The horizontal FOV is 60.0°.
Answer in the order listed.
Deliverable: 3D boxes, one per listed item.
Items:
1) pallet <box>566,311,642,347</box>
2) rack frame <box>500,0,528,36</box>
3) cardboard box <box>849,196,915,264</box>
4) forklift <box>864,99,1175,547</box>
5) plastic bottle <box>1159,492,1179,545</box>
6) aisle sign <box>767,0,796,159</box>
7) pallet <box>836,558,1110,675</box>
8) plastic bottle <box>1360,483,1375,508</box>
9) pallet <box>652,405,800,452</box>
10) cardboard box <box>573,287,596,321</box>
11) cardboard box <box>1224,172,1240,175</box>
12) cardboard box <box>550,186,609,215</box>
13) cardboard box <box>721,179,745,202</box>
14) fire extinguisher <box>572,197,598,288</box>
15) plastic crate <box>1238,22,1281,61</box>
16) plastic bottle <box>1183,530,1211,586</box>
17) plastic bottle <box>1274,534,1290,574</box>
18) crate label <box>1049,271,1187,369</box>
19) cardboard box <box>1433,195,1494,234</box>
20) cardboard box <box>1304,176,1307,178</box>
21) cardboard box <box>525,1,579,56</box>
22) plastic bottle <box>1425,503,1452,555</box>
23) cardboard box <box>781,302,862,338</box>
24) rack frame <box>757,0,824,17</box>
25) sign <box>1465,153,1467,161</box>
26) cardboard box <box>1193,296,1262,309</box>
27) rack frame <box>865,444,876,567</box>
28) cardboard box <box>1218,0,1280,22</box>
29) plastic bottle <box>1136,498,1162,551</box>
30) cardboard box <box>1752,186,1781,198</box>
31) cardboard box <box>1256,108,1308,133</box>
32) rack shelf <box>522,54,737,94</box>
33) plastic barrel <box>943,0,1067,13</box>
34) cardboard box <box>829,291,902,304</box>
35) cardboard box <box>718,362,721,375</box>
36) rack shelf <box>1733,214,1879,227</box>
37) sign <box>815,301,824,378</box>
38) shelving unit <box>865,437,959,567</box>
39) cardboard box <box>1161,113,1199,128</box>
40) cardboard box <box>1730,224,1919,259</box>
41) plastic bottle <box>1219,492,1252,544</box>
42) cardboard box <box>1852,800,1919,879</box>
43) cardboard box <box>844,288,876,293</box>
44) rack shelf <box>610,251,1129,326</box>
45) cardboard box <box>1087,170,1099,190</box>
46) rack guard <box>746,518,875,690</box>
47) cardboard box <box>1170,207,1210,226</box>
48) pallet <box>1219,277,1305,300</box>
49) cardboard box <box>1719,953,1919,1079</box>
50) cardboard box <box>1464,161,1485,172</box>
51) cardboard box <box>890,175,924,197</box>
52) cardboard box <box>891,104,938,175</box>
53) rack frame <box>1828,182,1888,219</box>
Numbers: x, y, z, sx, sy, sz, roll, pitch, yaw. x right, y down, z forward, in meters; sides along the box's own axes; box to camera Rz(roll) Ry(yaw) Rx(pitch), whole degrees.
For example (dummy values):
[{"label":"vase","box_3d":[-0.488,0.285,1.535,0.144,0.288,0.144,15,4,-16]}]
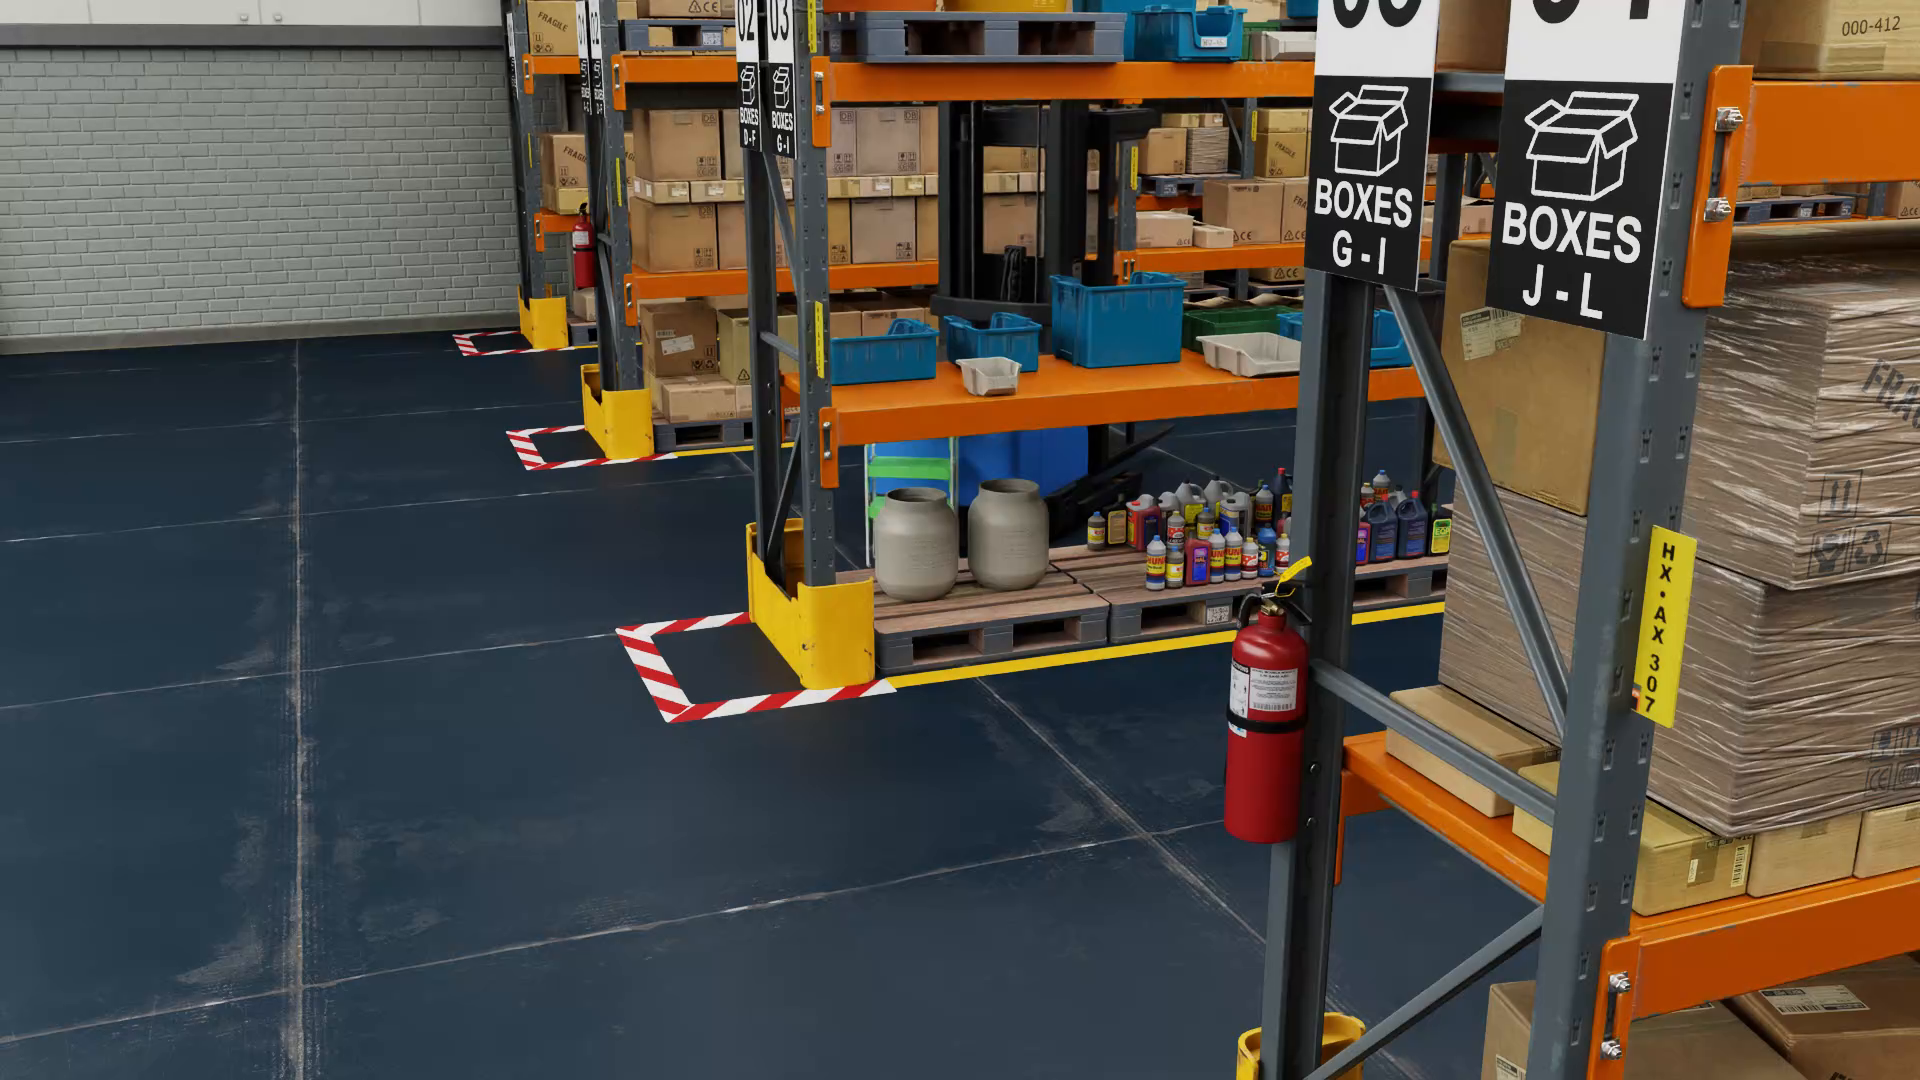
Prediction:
[{"label":"pallet","box_3d":[-3.509,-2.236,17.339,1.213,0.211,1.003,-6,17,-20]},{"label":"rack frame","box_3d":[-4.351,-6.372,15.827,0.127,3.000,1.000,-6,17,-20]},{"label":"cardboard box","box_3d":[-0.690,-2.440,12.904,0.500,0.500,0.700,-6,17,-18]},{"label":"forklift","box_3d":[0.564,-1.703,10.695,1.130,2.935,3.031,9,18,27]},{"label":"plastic bottle","box_3d":[1.126,-0.124,9.251,0.135,0.276,0.152,-7,18,-22]},{"label":"aisle sign","box_3d":[-0.769,-2.050,7.143,0.004,0.787,0.394,-6,17,-20]},{"label":"pallet","box_3d":[0.008,0.350,8.532,1.213,0.211,1.003,-6,17,-20]},{"label":"plastic bottle","box_3d":[2.379,-0.232,9.751,0.097,0.201,0.097,0,16,0]},{"label":"pallet","box_3d":[-1.876,-0.941,12.929,1.213,0.211,1.003,-6,17,-20]},{"label":"cardboard box","box_3d":[-3.673,-2.461,17.146,0.500,0.311,0.500,-8,18,-26]},{"label":"cardboard box","box_3d":[3.331,-4.290,19.793,0.250,0.149,0.380,-6,17,-19]},{"label":"cardboard box","box_3d":[-3.782,-3.397,16.574,0.500,0.250,0.500,-7,18,-22]},{"label":"cardboard box","box_3d":[-1.653,-2.585,12.249,0.250,0.149,0.380,-6,17,-20]},{"label":"fire extinguisher","box_3d":[-2.852,-2.264,12.622,0.183,0.674,0.296,-6,17,-20]},{"label":"plastic crate","box_3d":[1.358,-2.541,8.479,0.450,0.188,0.336,-6,17,-20]},{"label":"plastic bottle","box_3d":[1.216,0.086,8.522,0.133,0.283,0.061,-6,17,-19]},{"label":"plastic bottle","box_3d":[1.696,0.068,8.729,0.097,0.201,0.097,0,16,0]},{"label":"crate label","box_3d":[0.815,-1.161,8.666,0.616,0.435,0.502,-6,17,-20]},{"label":"cardboard box","box_3d":[4.540,-2.930,14.909,0.500,0.311,0.500,-5,17,-17]},{"label":"cardboard box","box_3d":[4.026,-4.190,19.452,0.250,0.149,0.380,-6,17,-18]},{"label":"cardboard box","box_3d":[-3.950,-4.959,16.124,0.500,0.500,0.500,-6,17,-19]},{"label":"plastic bottle","box_3d":[2.597,-0.063,9.030,0.133,0.283,0.061,-5,17,-17]},{"label":"cardboard box","box_3d":[-1.067,-1.533,12.800,0.500,0.500,0.500,-6,17,-20]},{"label":"rack frame","box_3d":[-0.807,-3.766,6.951,0.127,3.000,1.000,-6,17,-20]},{"label":"sign","box_3d":[4.692,-3.657,15.313,0.005,0.325,0.100,-6,17,-20]},{"label":"cardboard box","box_3d":[2.386,-1.966,14.608,0.500,0.311,0.500,-6,17,-20]},{"label":"rack frame","box_3d":[-0.514,-0.452,9.507,0.015,1.200,0.240,2,17,7]},{"label":"cardboard box","box_3d":[2.250,-4.279,13.542,0.500,0.250,0.500,-8,18,-25]},{"label":"plastic bottle","box_3d":[1.035,-0.086,9.107,0.133,0.283,0.061,-6,17,-20]},{"label":"cardboard box","box_3d":[7.488,-3.575,16.027,0.500,0.500,0.700,-3,17,-11]},{"label":"cardboard box","box_3d":[3.662,-4.841,19.190,0.500,0.250,0.500,-6,17,-19]},{"label":"rack shelf","box_3d":[-2.484,-4.790,17.038,4.000,0.370,1.077,-6,17,-20]},{"label":"plastic barrel","box_3d":[0.213,-2.767,7.793,0.600,0.588,0.600,0,16,0]},{"label":"cardboard box","box_3d":[-0.785,-1.720,13.436,0.500,0.500,0.500,-6,17,-20]},{"label":"cardboard box","box_3d":[-1.718,-1.259,13.195,0.500,0.250,0.500,-6,17,-20]},{"label":"rack shelf","box_3d":[6.762,-2.854,15.770,4.000,0.370,1.077,-6,17,-20]},{"label":"sign","box_3d":[-0.614,-0.875,7.263,0.005,0.325,0.100,-6,17,-20]},{"label":"shelving unit","box_3d":[-0.273,-0.443,9.476,0.503,1.200,0.258,2,17,7]},{"label":"cardboard box","box_3d":[2.512,-4.792,18.983,0.250,0.149,0.380,-9,19,-29]},{"label":"cardboard box","box_3d":[1.856,-0.427,3.749,0.500,0.500,0.500,-6,17,-20]},{"label":"plastic bottle","box_3d":[1.530,-0.124,9.251,0.135,0.276,0.152,-6,17,-20]},{"label":"cardboard box","box_3d":[1.796,0.529,3.419,0.250,0.149,0.380,-6,17,-20]},{"label":"cardboard box","box_3d":[-1.105,-2.687,18.173,0.250,0.166,0.380,-9,18,-27]},{"label":"rack shelf","box_3d":[-0.708,-2.047,13.024,4.000,0.370,1.077,-6,17,-20]},{"label":"cardboard box","box_3d":[0.982,-2.870,13.218,0.250,0.149,0.380,-6,17,-20]},{"label":"rack guard","box_3d":[-0.752,0.292,8.217,0.348,0.500,1.175,-6,17,-20]},{"label":"cardboard box","box_3d":[1.915,-2.667,14.094,0.258,0.266,0.396,-7,18,-21]},{"label":"pallet","box_3d":[3.882,-3.022,20.015,1.213,0.211,1.003,-6,17,-20]},{"label":"cardboard box","box_3d":[2.101,1.286,4.087,0.500,0.500,0.500,-2,16,-6]},{"label":"cardboard box","box_3d":[6.040,-4.737,20.165,0.500,0.500,0.500,-6,17,-20]},{"label":"cardboard box","box_3d":[-0.451,-2.715,12.690,0.250,0.149,0.380,-6,17,-18]},{"label":"cardboard box","box_3d":[-0.192,-3.117,12.908,0.500,0.500,0.700,-6,17,-20]},{"label":"rack frame","box_3d":[8.630,-3.401,16.356,0.127,3.000,1.000,-6,17,-20]}]
